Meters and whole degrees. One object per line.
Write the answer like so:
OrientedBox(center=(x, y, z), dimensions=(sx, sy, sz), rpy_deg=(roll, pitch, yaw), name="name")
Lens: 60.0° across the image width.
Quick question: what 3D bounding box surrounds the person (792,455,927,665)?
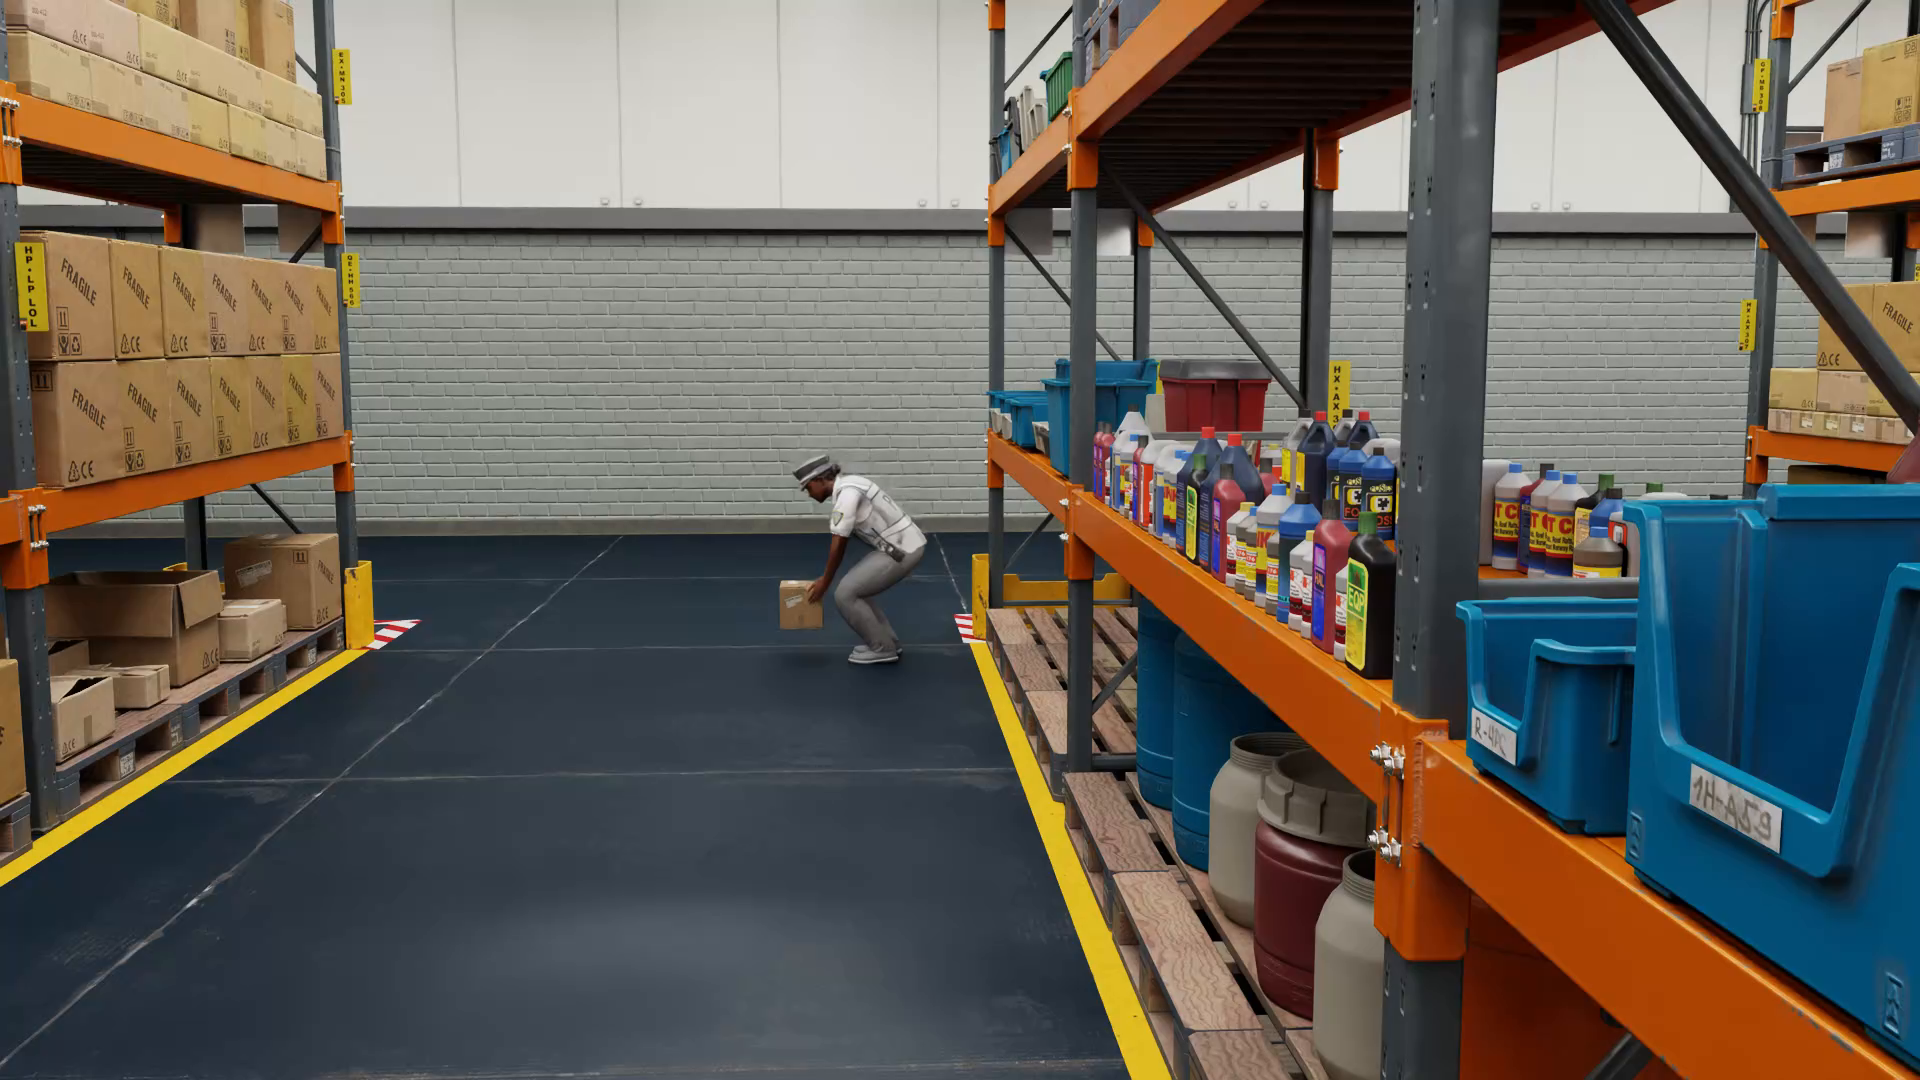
OrientedBox(center=(-0.590, 0.108, 9.761), dimensions=(0.788, 1.222, 0.502), rpy_deg=(0, 7, 3), name="person")
